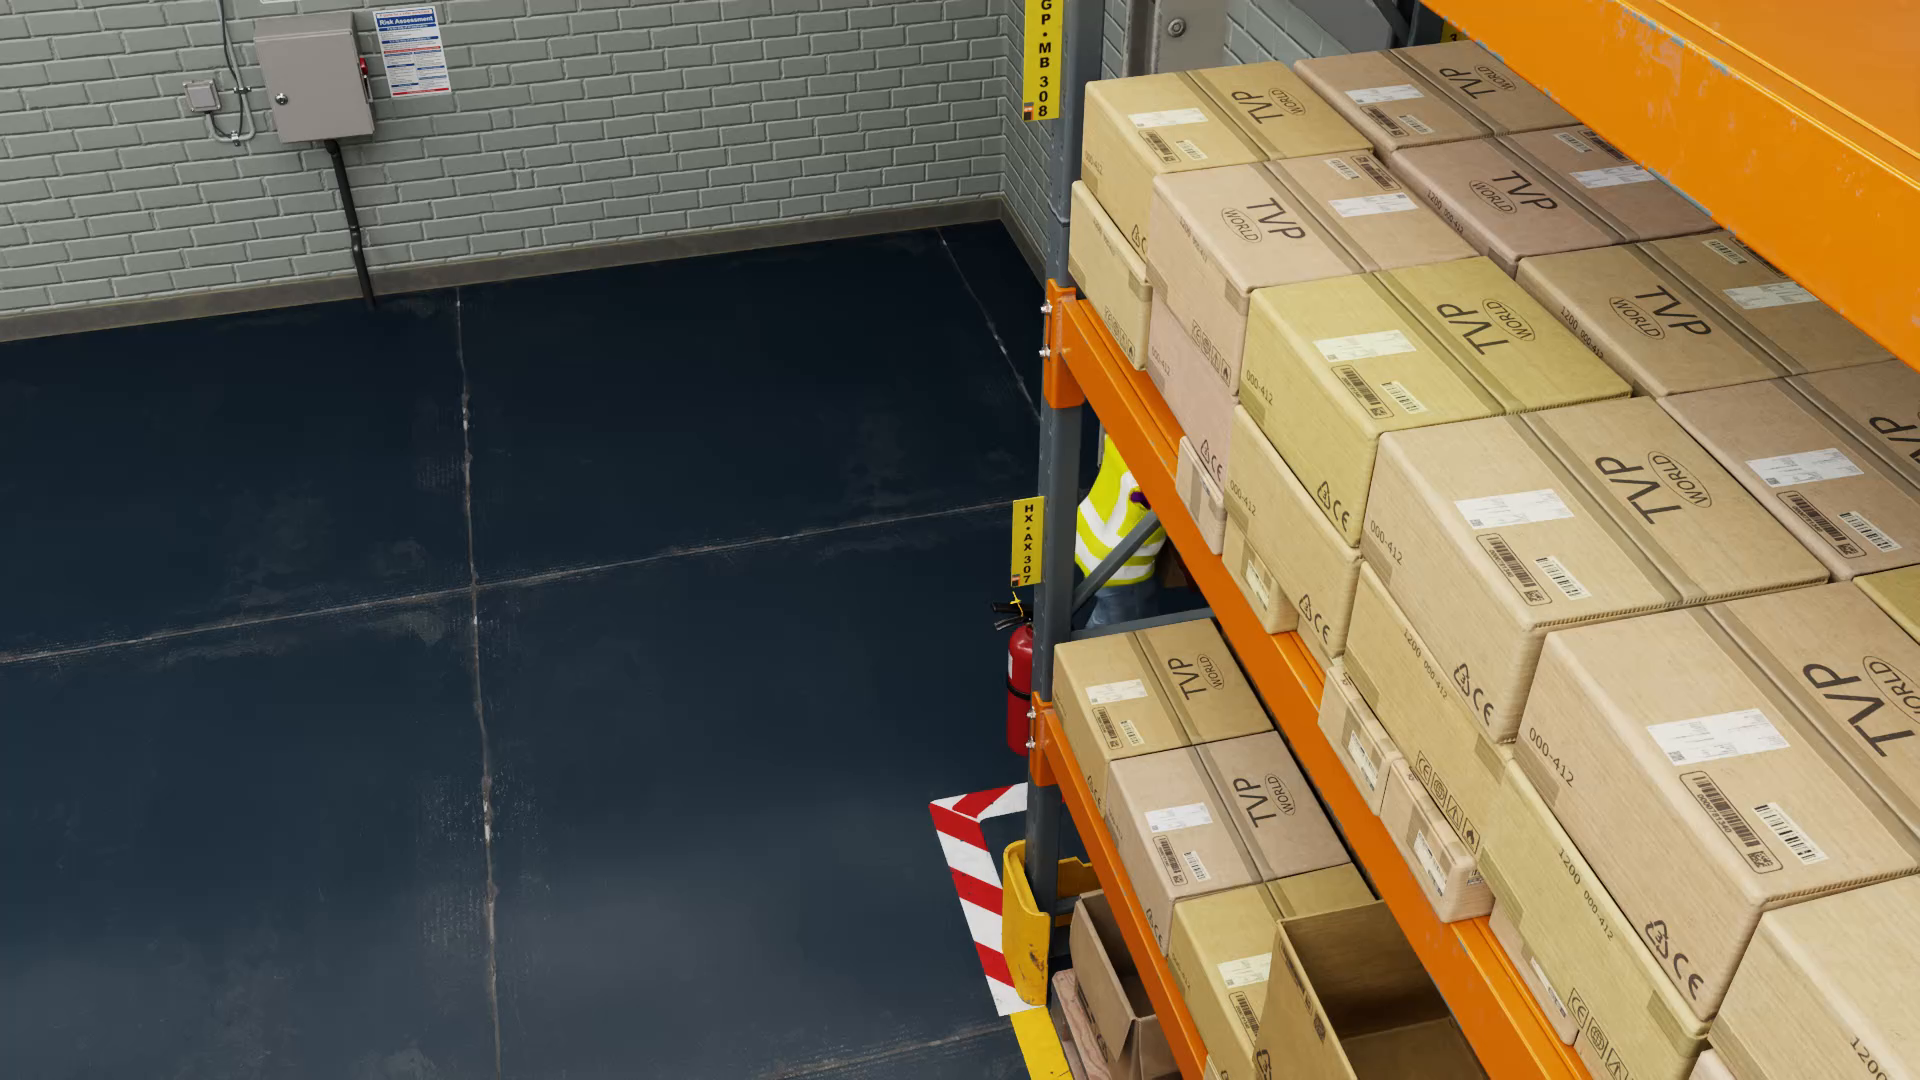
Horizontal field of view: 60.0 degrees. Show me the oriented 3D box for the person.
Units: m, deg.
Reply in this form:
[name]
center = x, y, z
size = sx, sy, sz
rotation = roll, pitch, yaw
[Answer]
[person]
center = 0.698, 0.035, 6.649
size = 0.541, 1.770, 0.548
rotation = -10, 39, -12
